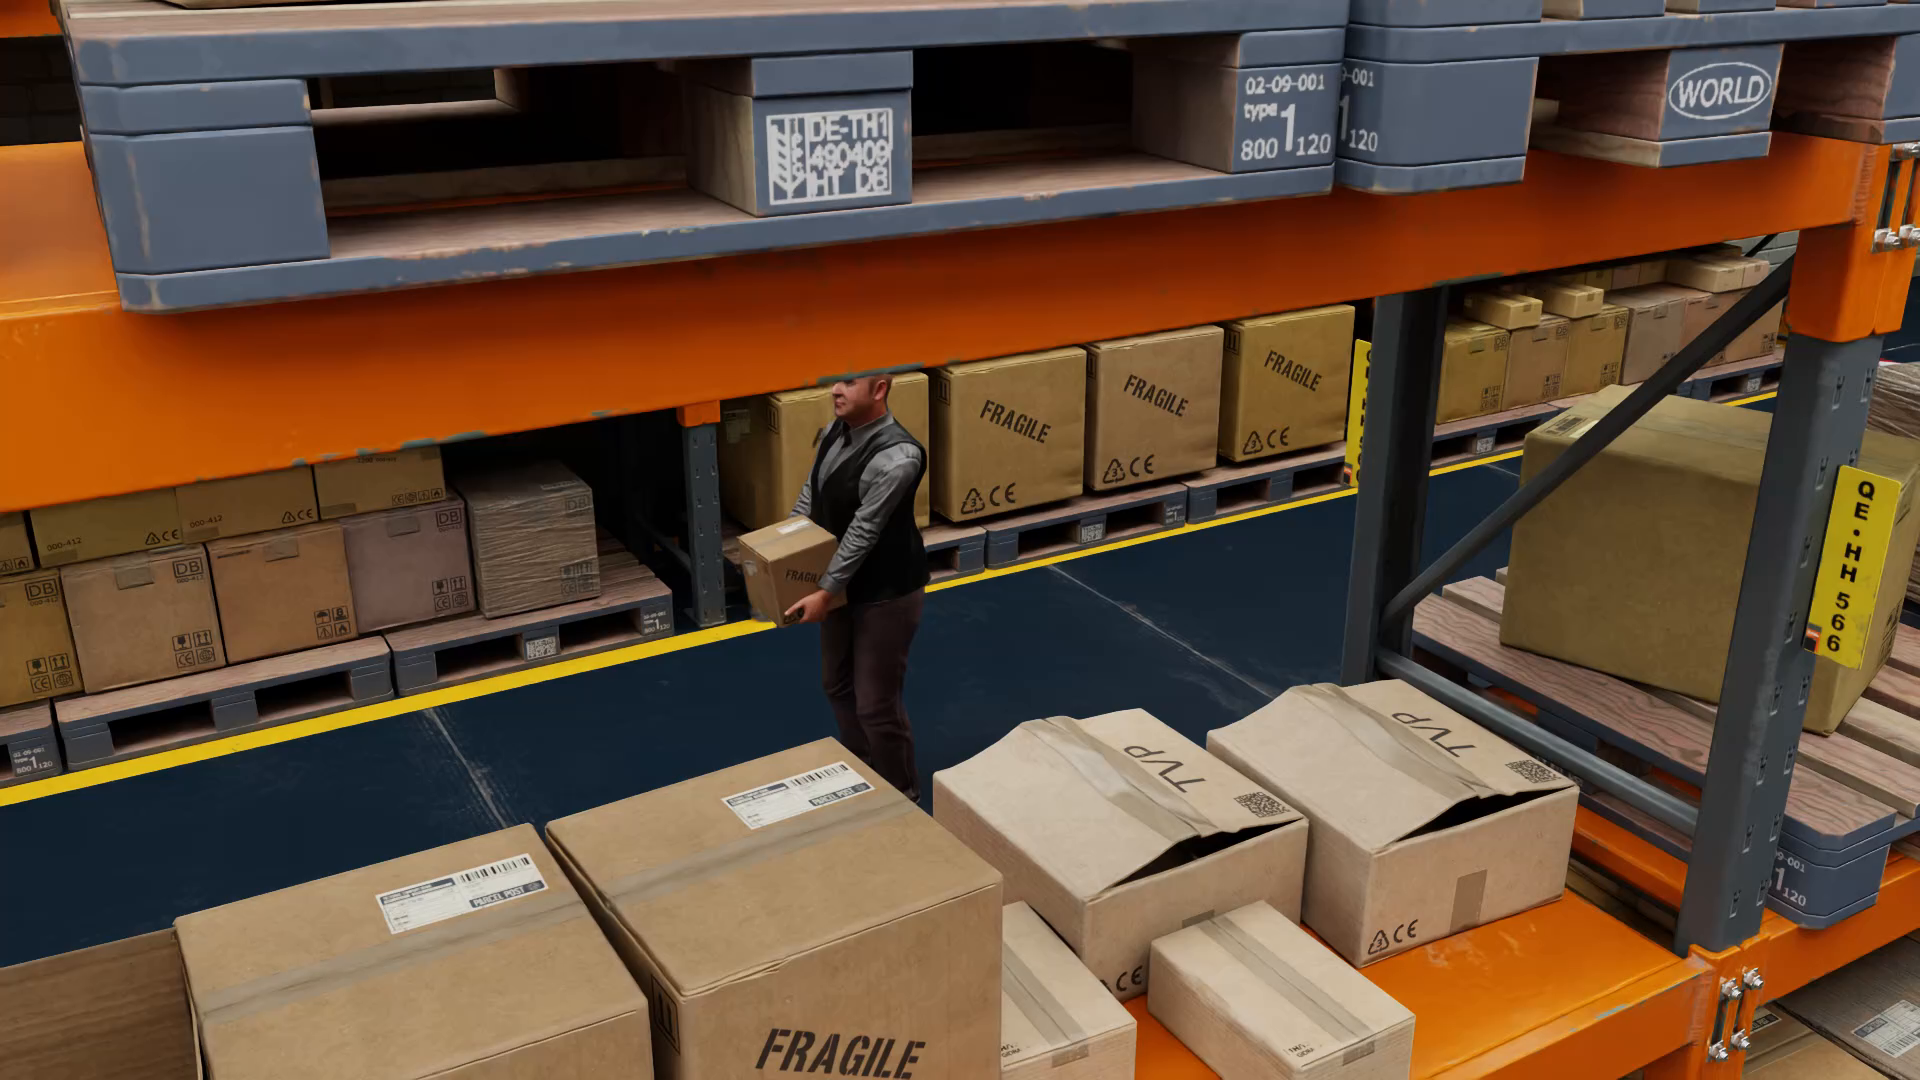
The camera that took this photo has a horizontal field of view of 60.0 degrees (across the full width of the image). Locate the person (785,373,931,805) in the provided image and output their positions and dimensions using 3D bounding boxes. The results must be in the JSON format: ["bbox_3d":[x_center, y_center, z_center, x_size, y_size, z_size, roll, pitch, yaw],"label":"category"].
[{"bbox_3d":[-0.388,0.195,5.636,0.560,1.721,0.495,-13,25,-29],"label":"person"}]
